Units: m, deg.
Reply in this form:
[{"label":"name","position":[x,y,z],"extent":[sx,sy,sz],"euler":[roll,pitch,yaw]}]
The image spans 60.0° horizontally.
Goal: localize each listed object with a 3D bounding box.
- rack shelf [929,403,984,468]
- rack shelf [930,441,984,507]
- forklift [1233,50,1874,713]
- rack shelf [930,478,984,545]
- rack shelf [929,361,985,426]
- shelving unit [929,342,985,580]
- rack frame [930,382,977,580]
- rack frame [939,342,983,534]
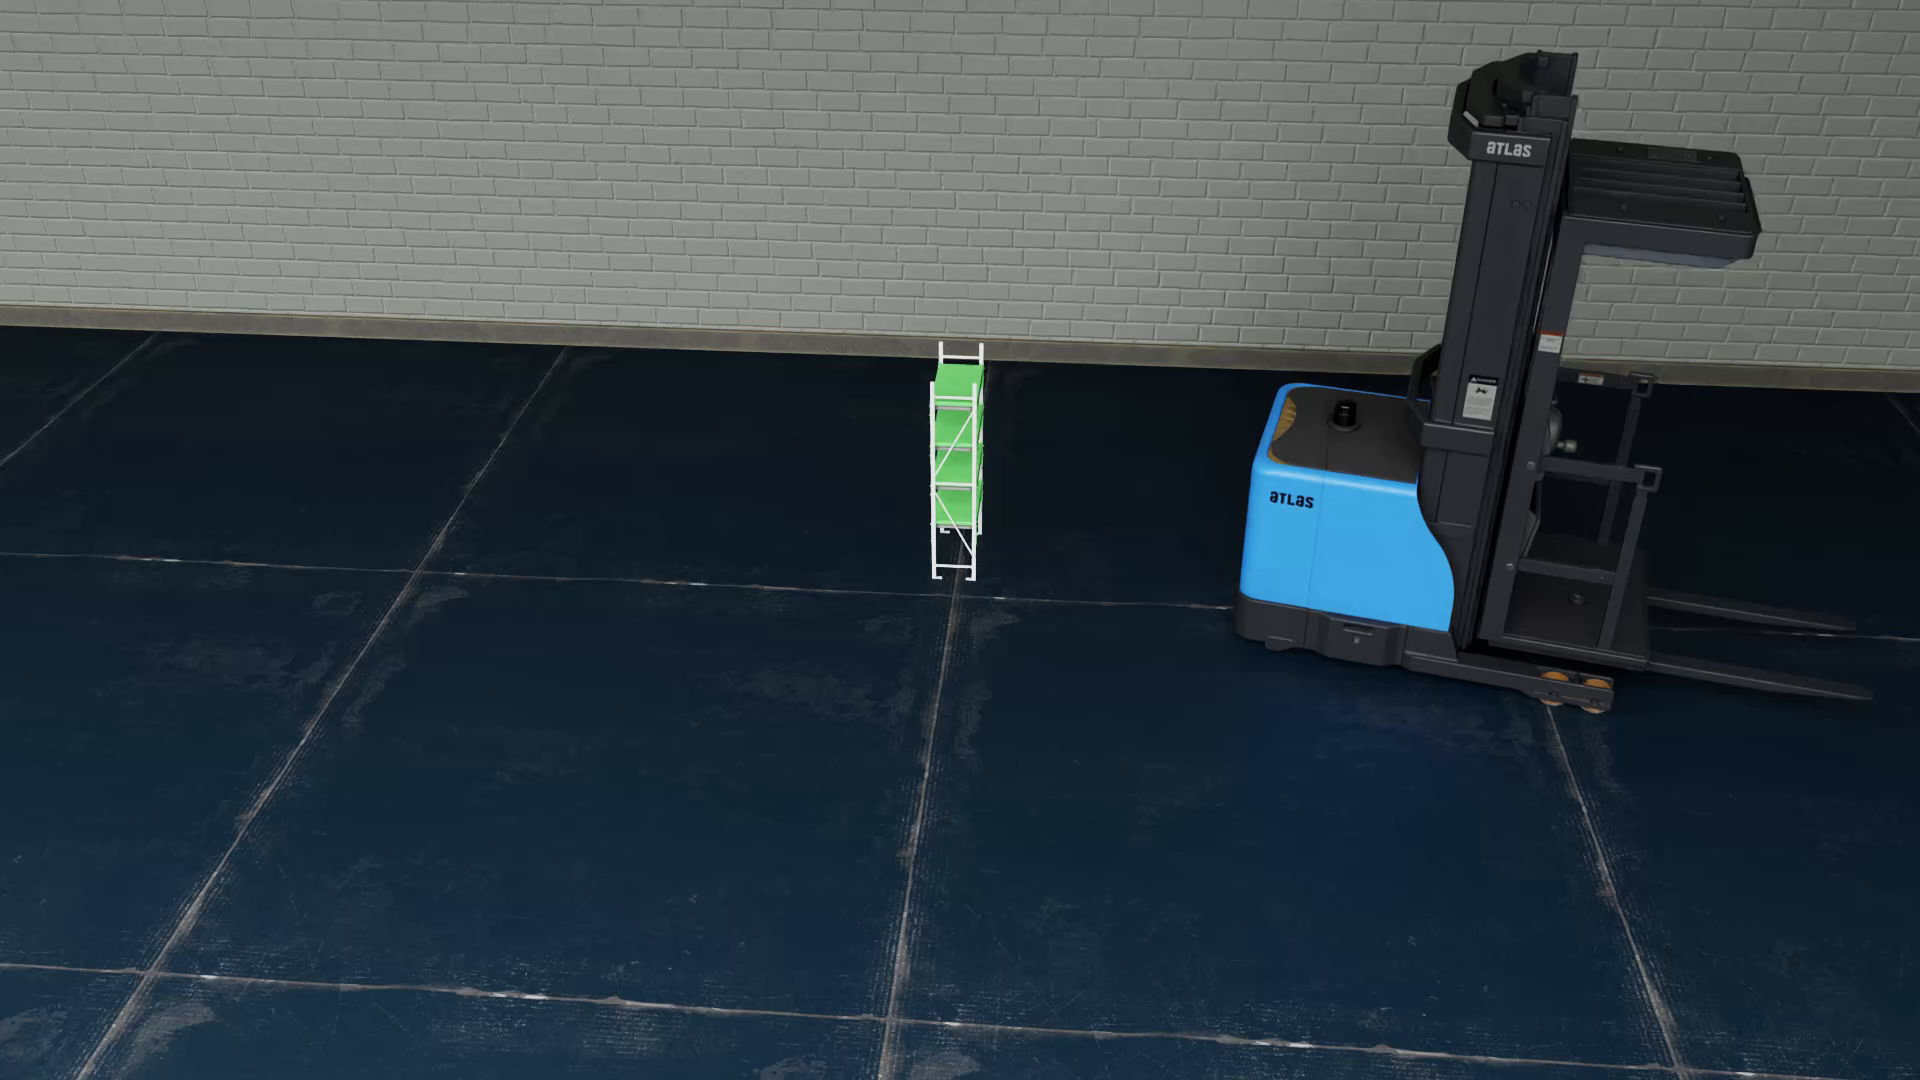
[{"label":"rack shelf","position":[-0.013,-0.574,8.983],"extent":[0.258,0.148,0.480],"euler":[2,32,4]},{"label":"rack shelf","position":[-0.013,-0.370,9.109],"extent":[0.258,0.148,0.480],"euler":[2,32,4]},{"label":"forklift","position":[2.995,-0.713,7.893],"extent":[3.031,2.935,1.130],"euler":[9,33,15]},{"label":"rack shelf","position":[-0.013,-0.166,9.234],"extent":[0.258,0.148,0.480],"euler":[2,32,4]},{"label":"rack shelf","position":[-0.013,-0.778,8.857],"extent":[0.258,0.148,0.480],"euler":[2,32,4]},{"label":"shelving unit","position":[-0.013,-0.424,9.075],"extent":[0.258,1.200,0.503],"euler":[2,32,4]},{"label":"rack frame","position":[-0.033,-0.297,8.868],"extent":[0.240,1.200,0.015],"euler":[2,32,4]},{"label":"rack frame","position":[0.006,-0.552,9.282],"extent":[0.240,1.200,0.015],"euler":[2,32,4]}]
